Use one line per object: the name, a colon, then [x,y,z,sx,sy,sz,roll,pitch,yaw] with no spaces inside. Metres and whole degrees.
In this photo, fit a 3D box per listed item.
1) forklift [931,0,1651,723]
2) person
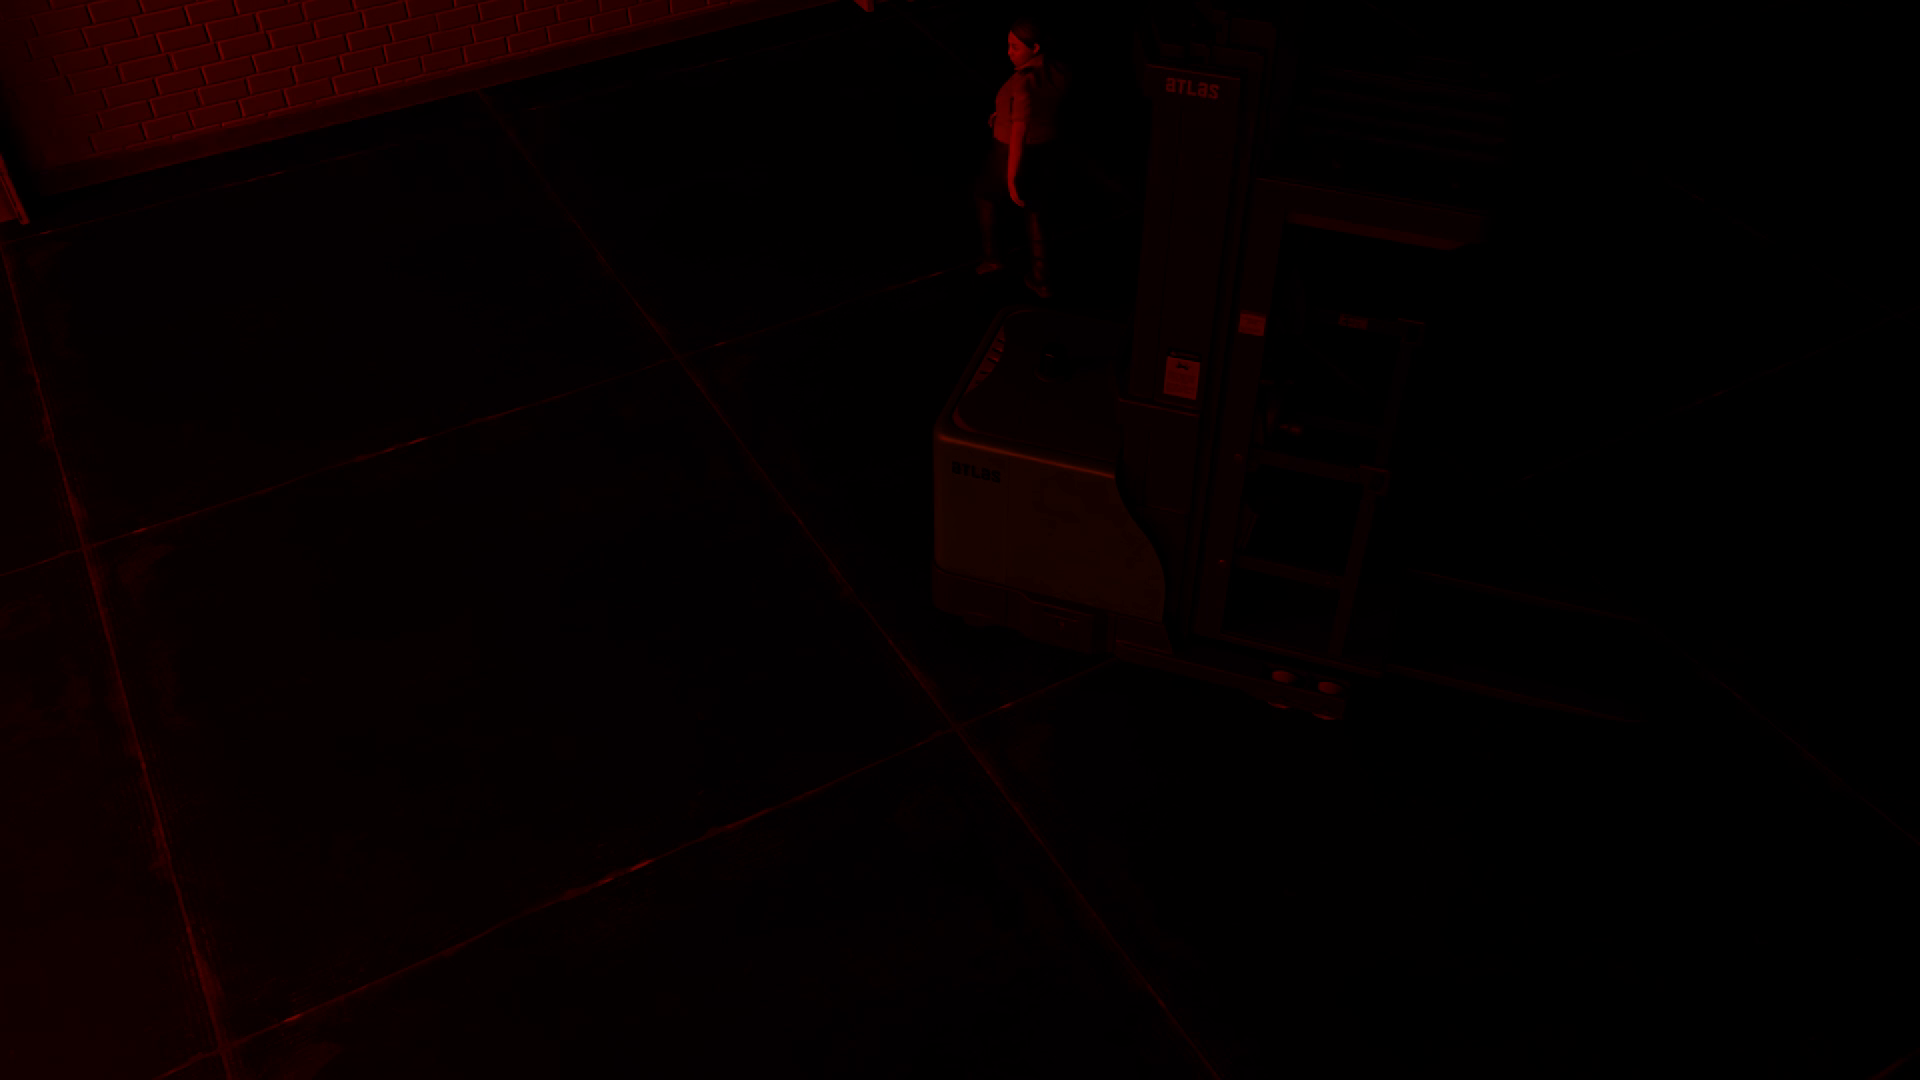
forklift: [1.447,-0.724,6.479,3.031,2.935,1.130,13,44,14]
person: [0.362,-1.995,8.888,0.569,1.651,0.736,-20,46,-20]
